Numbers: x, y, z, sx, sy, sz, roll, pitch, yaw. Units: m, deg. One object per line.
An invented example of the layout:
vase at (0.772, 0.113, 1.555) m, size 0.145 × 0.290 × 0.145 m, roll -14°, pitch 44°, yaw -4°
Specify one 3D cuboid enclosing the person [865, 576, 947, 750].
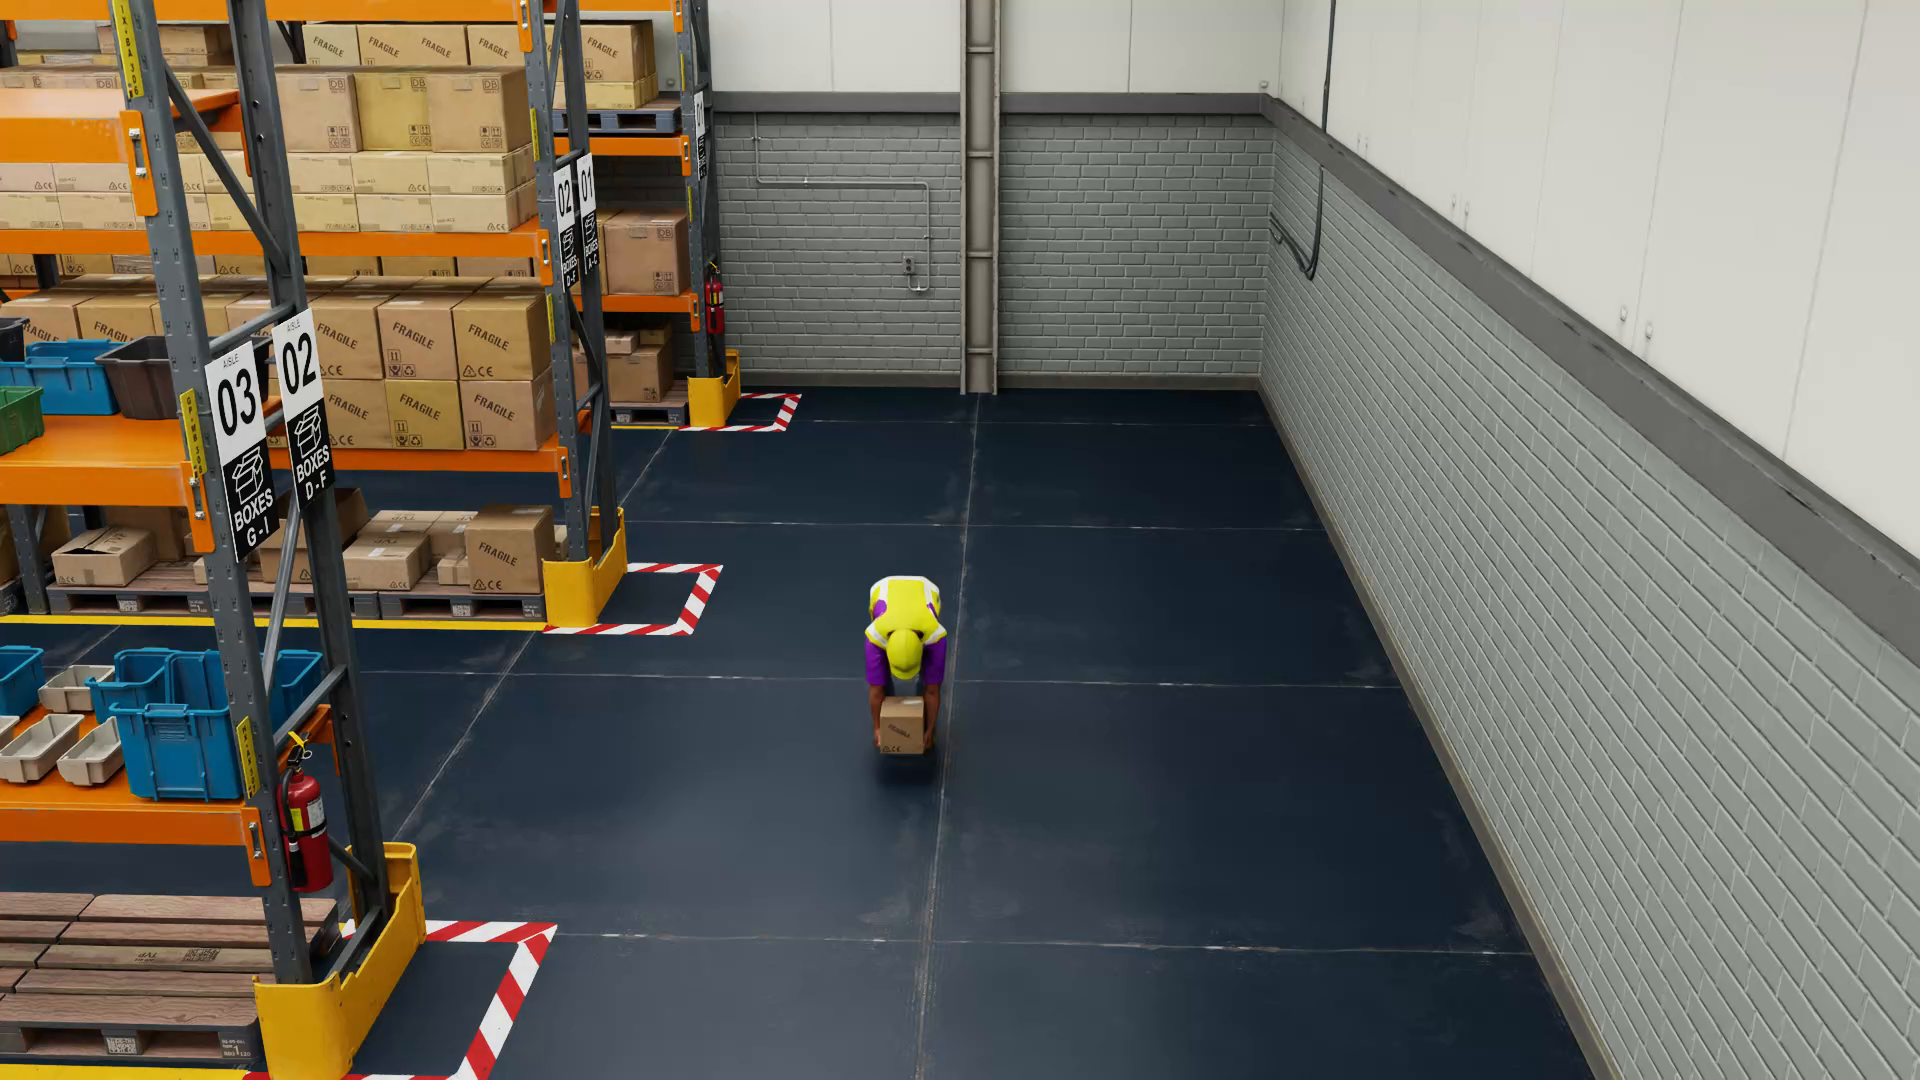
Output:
person at (-0.319, 0.802, 9.920) m, size 0.490 × 1.054 × 0.981 m, roll 0°, pitch 21°, yaw -1°
